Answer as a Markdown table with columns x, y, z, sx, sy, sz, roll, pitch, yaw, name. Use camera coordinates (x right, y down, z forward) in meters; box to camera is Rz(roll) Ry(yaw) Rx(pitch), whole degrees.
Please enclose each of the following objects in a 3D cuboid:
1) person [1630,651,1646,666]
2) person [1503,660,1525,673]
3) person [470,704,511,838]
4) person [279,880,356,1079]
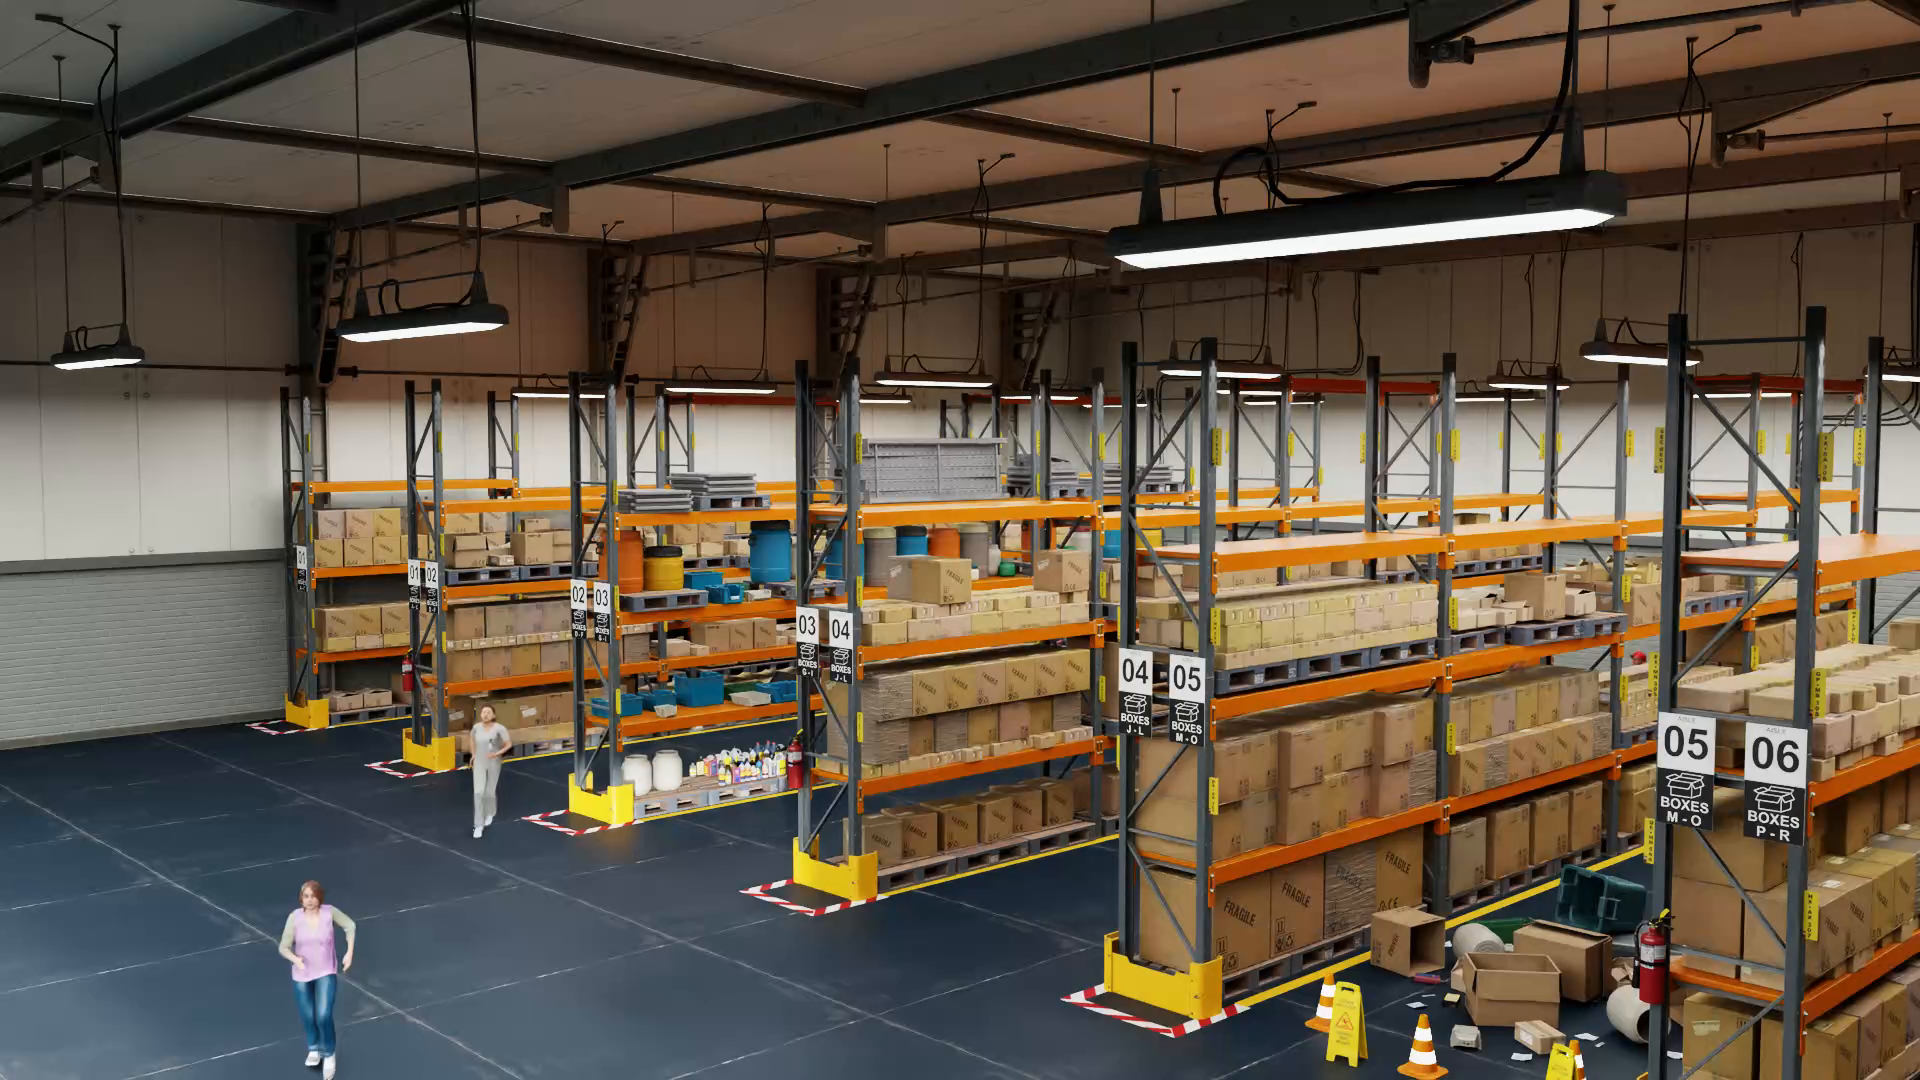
| x | y | z | sx | sy | sz | roll | pitch | yaw | name |
| --- | --- | --- | --- | --- | --- | --- | --- | --- | --- |
| 10.647 | 2.619 | 25.999 | 0.951 | 1.787 | 0.668 | -3 | 5 | -37 | person |
| 8.581 | 2.640 | 25.750 | 0.624 | 1.830 | 0.752 | 3 | 4 | 36 | person |
| -6.078 | 2.931 | 21.507 | 0.558 | 1.658 | 0.903 | 0 | 4 | -6 | person |
| -5.153 | 3.527 | 13.332 | 0.558 | 1.625 | 0.673 | -1 | 4 | -14 | person |
